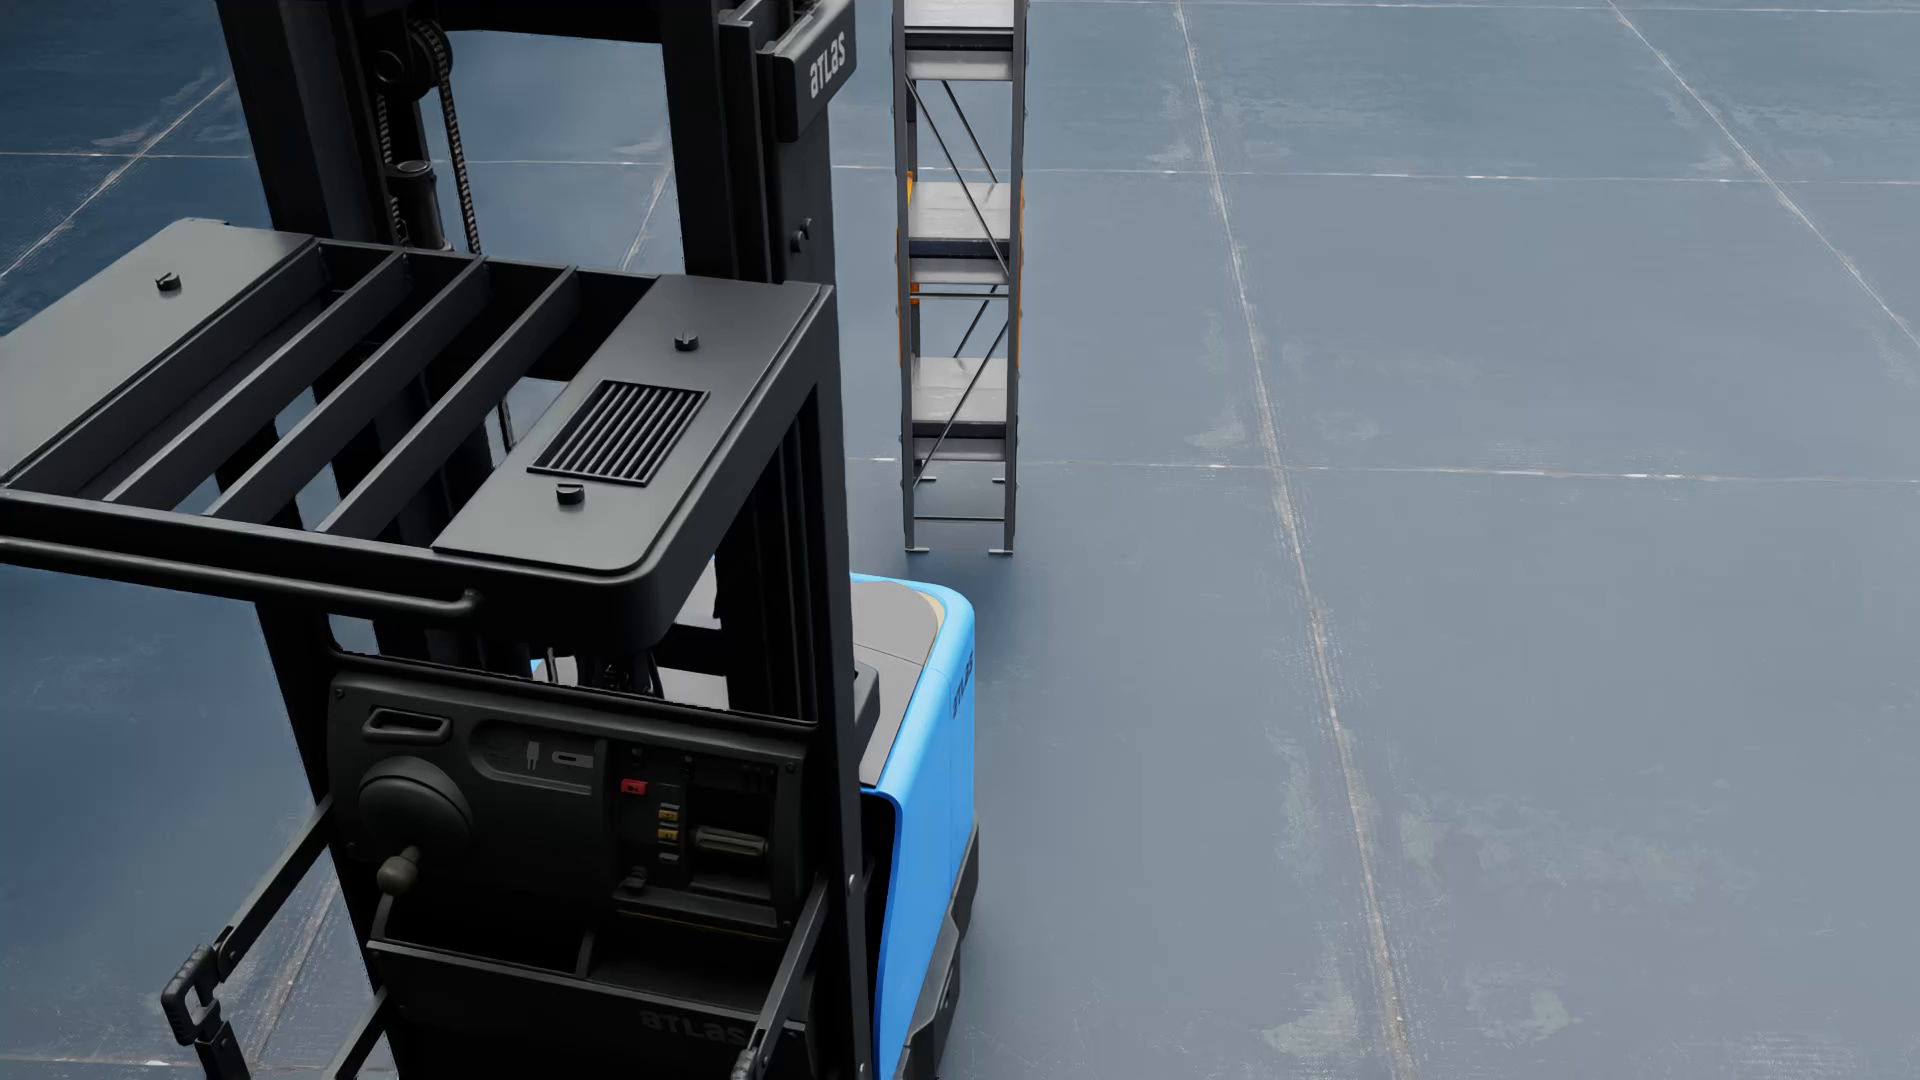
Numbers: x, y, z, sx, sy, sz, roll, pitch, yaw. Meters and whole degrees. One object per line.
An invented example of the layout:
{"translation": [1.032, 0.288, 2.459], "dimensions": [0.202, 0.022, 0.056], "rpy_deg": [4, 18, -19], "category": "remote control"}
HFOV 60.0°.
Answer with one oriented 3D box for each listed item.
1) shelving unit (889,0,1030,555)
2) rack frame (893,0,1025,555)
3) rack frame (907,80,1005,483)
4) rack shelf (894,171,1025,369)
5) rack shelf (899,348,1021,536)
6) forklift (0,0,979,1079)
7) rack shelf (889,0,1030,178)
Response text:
{"translation": [0.007, -0.954, 5.782], "dimensions": [0.431, 2.100, 0.503], "rpy_deg": [1, 35, 2], "category": "shelving unit"}
{"translation": [-0.003, -0.814, 5.582], "dimensions": [0.400, 2.100, 0.015], "rpy_deg": [1, 35, 2], "category": "rack frame"}
{"translation": [0.016, -1.094, 5.981], "dimensions": [0.400, 2.100, 0.015], "rpy_deg": [1, 35, 2], "category": "rack frame"}
{"translation": [0.007, -0.943, 5.789], "dimensions": [0.431, 0.518, 0.480], "rpy_deg": [1, 35, 2], "category": "rack shelf"}
{"translation": [0.007, -0.370, 6.192], "dimensions": [0.431, 0.518, 0.480], "rpy_deg": [1, 35, 2], "category": "rack shelf"}
{"translation": [-0.781, 0.564, 2.899], "dimensions": [1.130, 2.935, 3.031], "rpy_deg": [8, 36, 11], "category": "forklift"}
{"translation": [0.007, -1.516, 5.387], "dimensions": [0.431, 0.518, 0.480], "rpy_deg": [1, 35, 2], "category": "rack shelf"}
